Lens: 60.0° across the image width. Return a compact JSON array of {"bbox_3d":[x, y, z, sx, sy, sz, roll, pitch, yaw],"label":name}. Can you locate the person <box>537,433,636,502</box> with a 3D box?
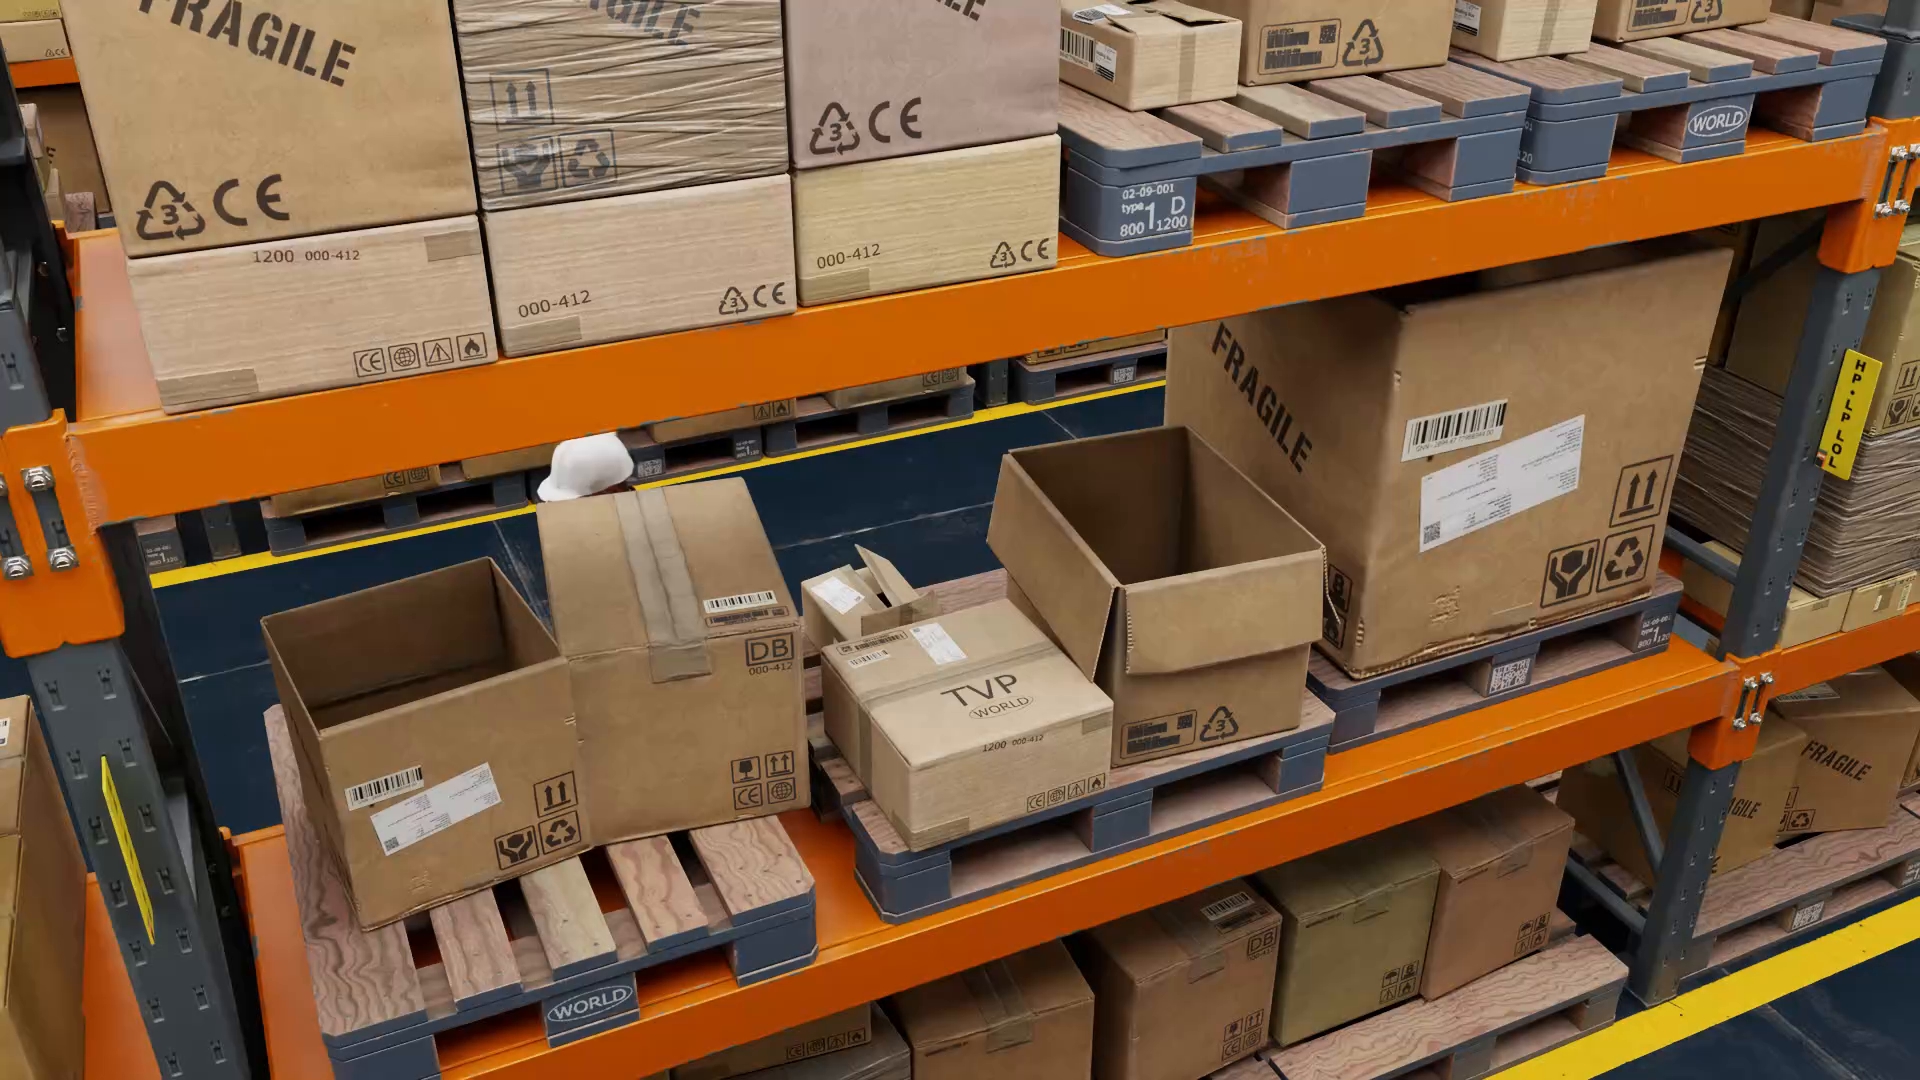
[{"bbox_3d":[-1.082,0.447,5.320,0.357,1.768,0.534,-12,32,-21],"label":"person"}]
